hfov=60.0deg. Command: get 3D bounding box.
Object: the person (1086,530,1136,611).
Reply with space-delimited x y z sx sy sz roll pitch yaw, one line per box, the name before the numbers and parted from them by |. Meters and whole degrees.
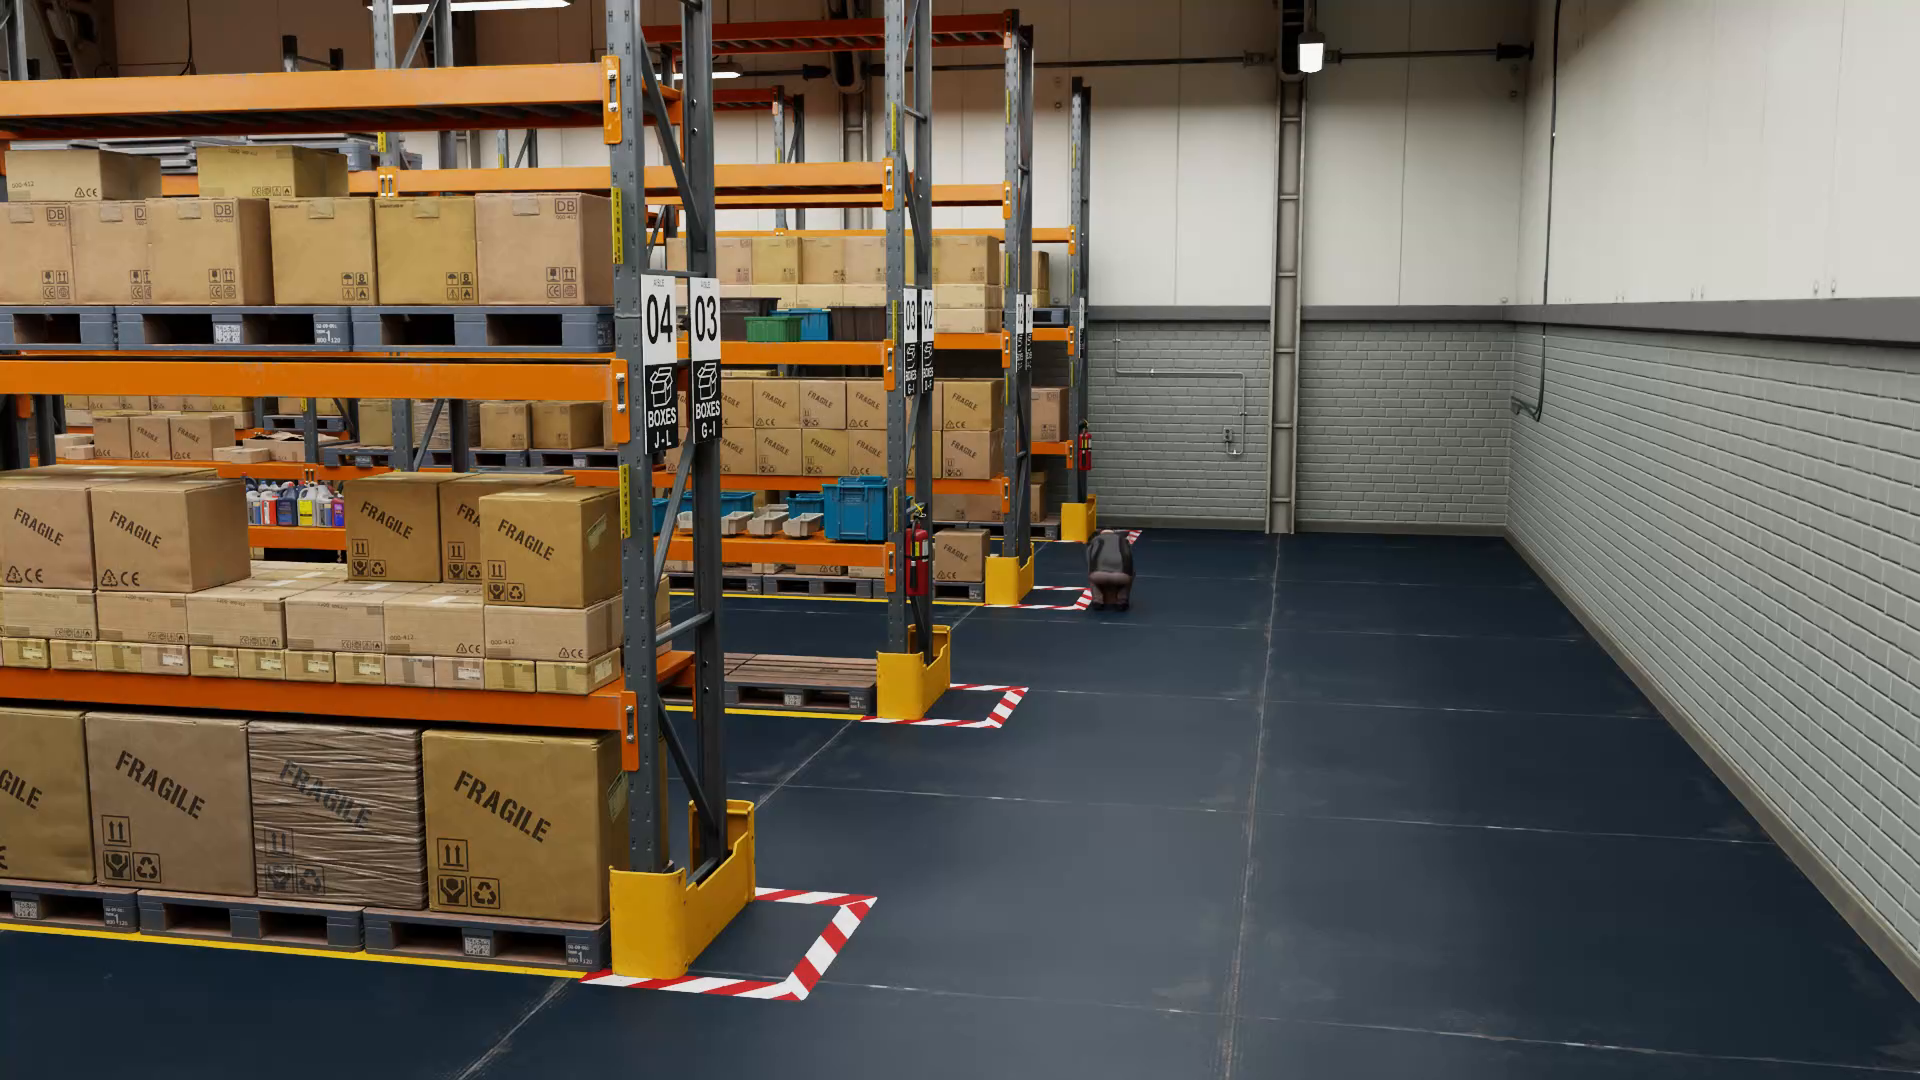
person | 1.548 0.358 17.152 0.515 0.842 0.905 1 8 8
